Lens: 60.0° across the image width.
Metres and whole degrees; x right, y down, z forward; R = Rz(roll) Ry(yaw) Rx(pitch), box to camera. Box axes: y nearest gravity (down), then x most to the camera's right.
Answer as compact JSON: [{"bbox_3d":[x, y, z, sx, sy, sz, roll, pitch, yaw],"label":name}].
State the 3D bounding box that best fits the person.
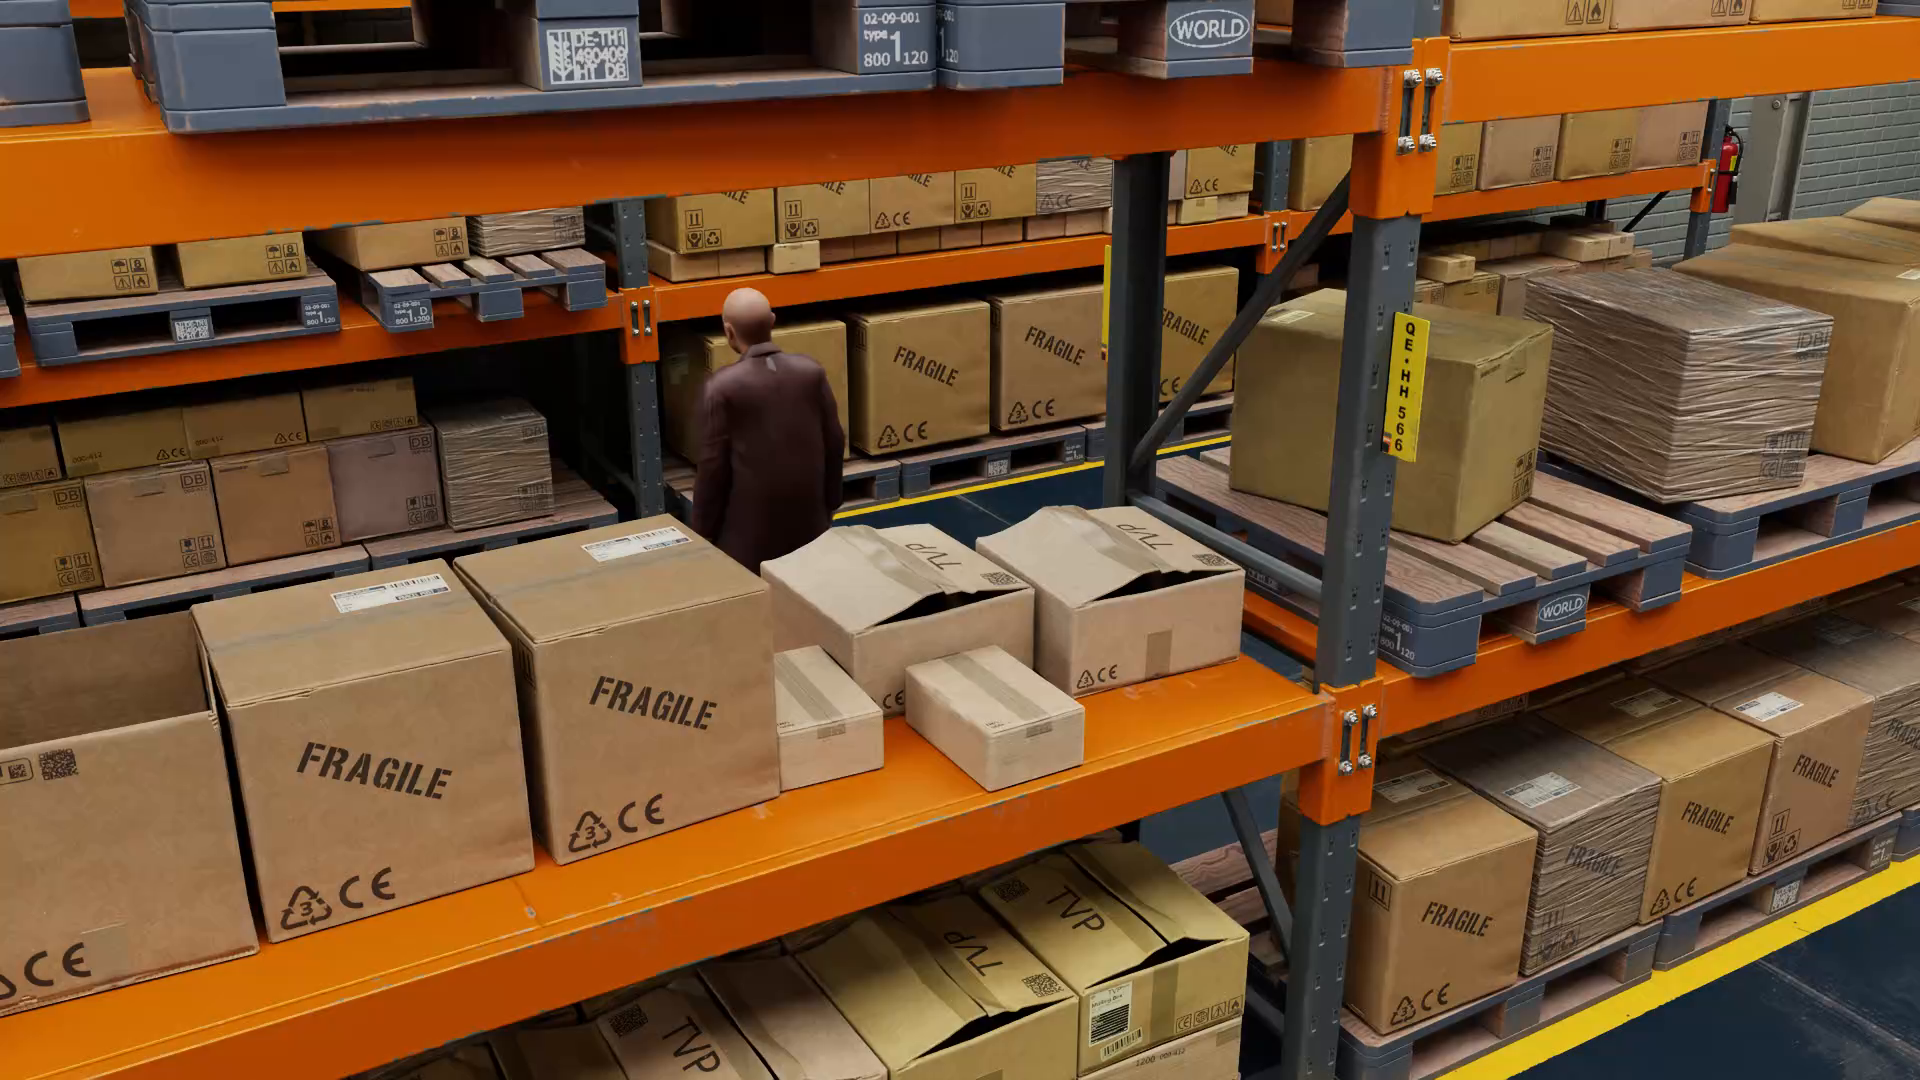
[{"bbox_3d":[-0.728,-0.073,6.293,0.635,1.772,0.427,-13,25,-30],"label":"person"}]
